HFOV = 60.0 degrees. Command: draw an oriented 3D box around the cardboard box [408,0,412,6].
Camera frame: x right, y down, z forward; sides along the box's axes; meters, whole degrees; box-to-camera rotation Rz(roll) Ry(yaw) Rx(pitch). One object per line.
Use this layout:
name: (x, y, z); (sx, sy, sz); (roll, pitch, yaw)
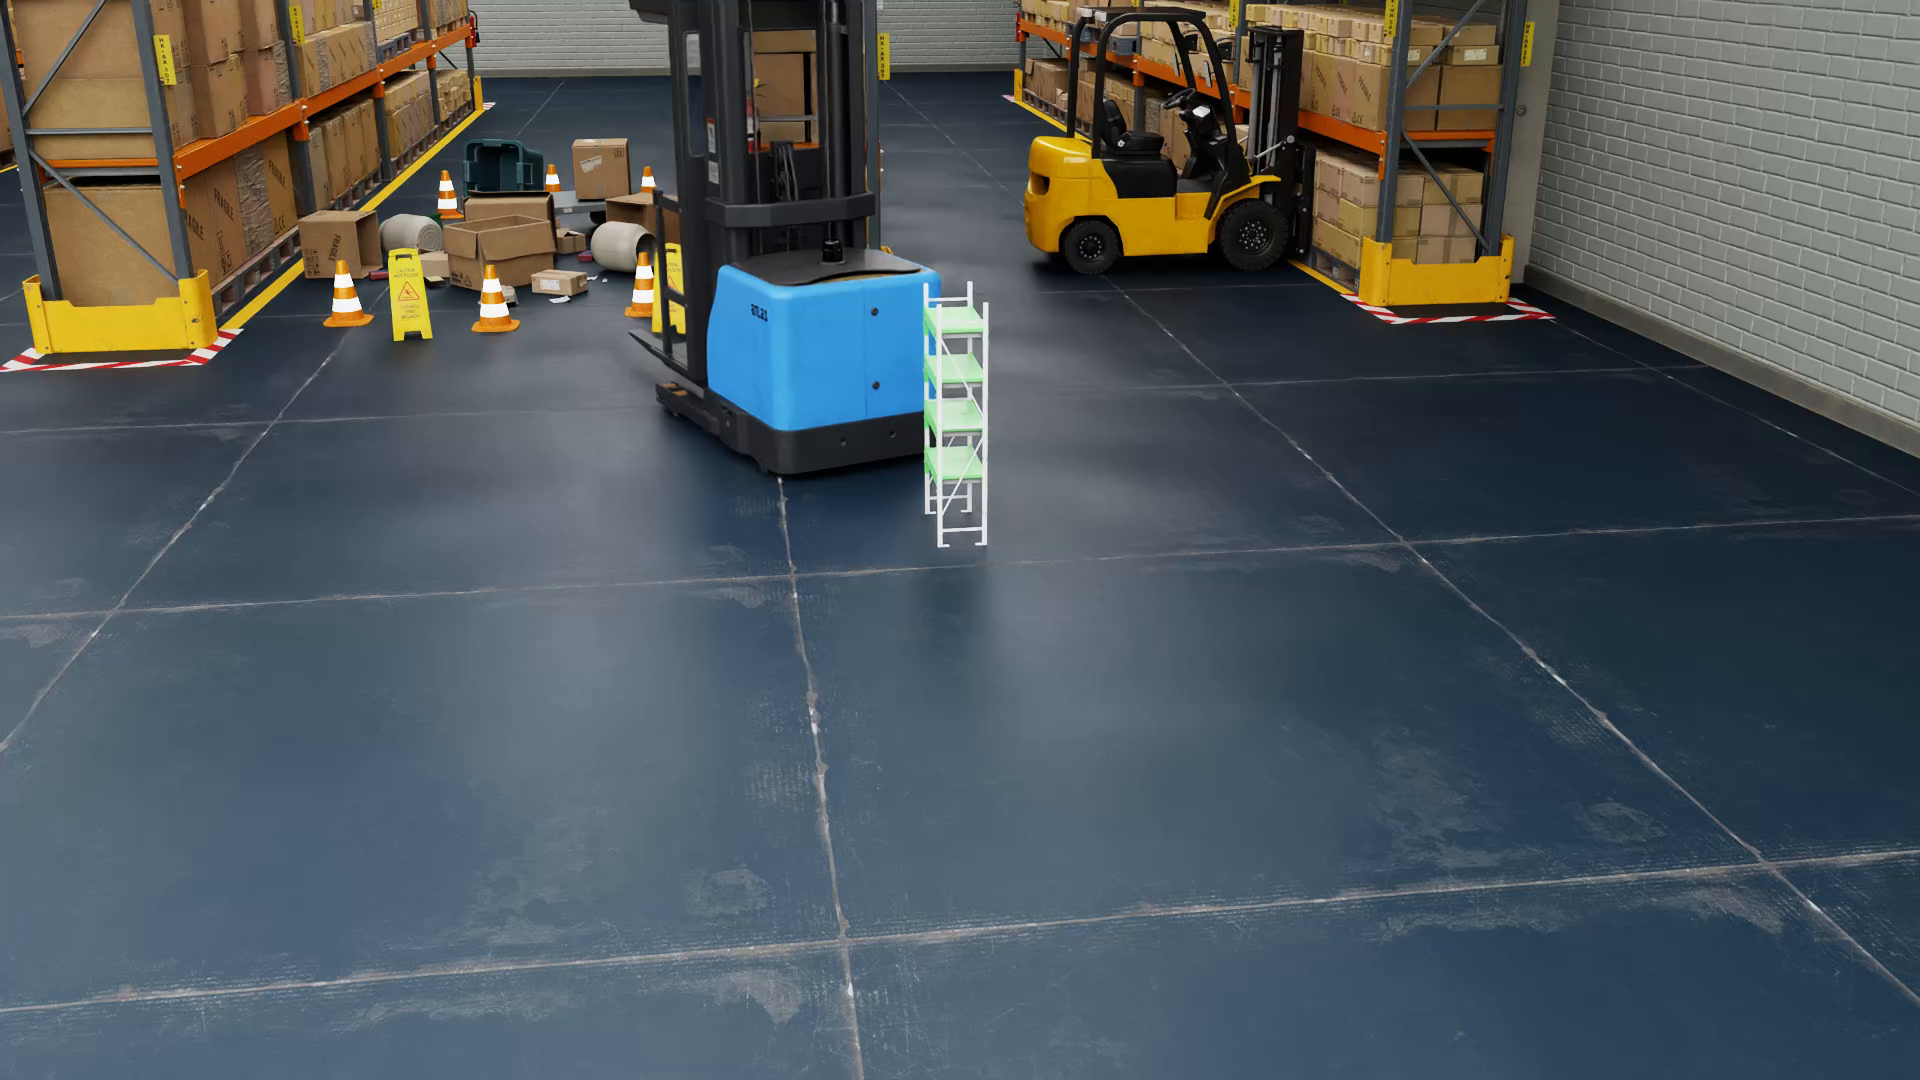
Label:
cardboard box: (-7.425, -7.105, 21.860); (0.380, 0.149, 0.250); (-4, 21, -9)

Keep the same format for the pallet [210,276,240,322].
pallet: (-6.178, -1.781, 12.683); (1.003, 0.211, 1.213); (-3, 21, -8)

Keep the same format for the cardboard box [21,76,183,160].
cardboard box: (-6.084, -3.011, 11.776); (0.875, 0.550, 0.550); (-3, 21, -8)

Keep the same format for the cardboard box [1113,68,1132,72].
cardboard box: (2.418, -6.722, 23.972); (0.380, 0.149, 0.250); (-4, 21, -10)

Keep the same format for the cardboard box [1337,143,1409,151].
cardboard box: (3.723, -3.428, 15.008); (0.500, 0.250, 0.500); (-3, 21, -9)

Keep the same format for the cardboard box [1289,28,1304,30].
cardboard box: (3.174, -4.518, 14.956); (0.380, 0.149, 0.250); (-4, 21, -9)

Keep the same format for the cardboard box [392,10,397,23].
cardboard box: (-7.240, -6.519, 20.717); (0.380, 0.149, 0.250); (-2, 21, -6)

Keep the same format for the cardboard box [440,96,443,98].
cardboard box: (-7.683, -6.371, 24.035); (0.380, 0.149, 0.250); (-4, 21, -11)

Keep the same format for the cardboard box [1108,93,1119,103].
cardboard box: (2.243, -5.637, 21.993); (0.500, 0.500, 0.500); (-2, 21, -5)

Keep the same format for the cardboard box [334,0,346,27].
cardboard box: (-7.010, -5.768, 17.802); (0.700, 0.500, 0.500); (-3, 21, -9)

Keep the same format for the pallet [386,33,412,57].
pallet: (-7.465, -6.178, 20.743); (1.003, 0.211, 1.213); (-3, 21, -8)

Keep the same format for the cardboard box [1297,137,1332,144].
cardboard box: (3.139, -3.580, 15.415); (0.500, 0.250, 0.500); (-2, 21, -6)

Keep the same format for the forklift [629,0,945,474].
forklift: (-1.245, -2.197, 9.910); (1.130, 2.935, 3.031); (-11, 23, -27)

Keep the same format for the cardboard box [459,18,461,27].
cardboard box: (-7.967, -8.050, 25.841); (0.380, 0.149, 0.250); (-3, 21, -8)

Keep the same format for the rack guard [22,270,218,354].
rack guard: (-5.982, -1.635, 11.879); (1.175, 0.500, 0.348); (-3, 21, -8)

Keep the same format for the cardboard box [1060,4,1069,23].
cardboard box: (1.765, -7.739, 24.438); (0.500, 0.250, 0.500); (-2, 21, -6)

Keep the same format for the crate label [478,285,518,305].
crate label: (-3.665, -1.937, 13.207); (0.250, 0.136, 0.298); (-15, 25, -35)

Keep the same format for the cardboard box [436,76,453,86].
cardboard box: (-7.826, -6.870, 24.948); (0.380, 0.149, 0.250); (-4, 21, -10)

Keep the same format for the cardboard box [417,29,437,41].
cardboard box: (-7.433, -6.966, 22.939); (0.380, 0.149, 0.250); (-2, 21, -6)

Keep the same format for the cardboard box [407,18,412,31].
cardboard box: (-7.390, -6.744, 21.745); (0.380, 0.149, 0.250); (-3, 21, -8)

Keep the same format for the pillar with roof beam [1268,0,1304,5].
pillar with roof beam: (-0.524, -8.308, 17.598); (9.100, 9.000, 0.400); (-3, 21, -8)

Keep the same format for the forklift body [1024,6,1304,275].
forklift body: (1.731, -3.518, 14.560); (2.313, 2.155, 1.214); (-3, 21, -8)

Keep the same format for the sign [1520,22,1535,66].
sign: (4.359, -3.819, 12.804); (0.100, 0.325, 0.005); (-3, 21, -8)

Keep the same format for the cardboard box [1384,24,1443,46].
cardboard box: (3.549, -3.954, 13.021); (0.380, 0.149, 0.250); (-3, 21, -8)

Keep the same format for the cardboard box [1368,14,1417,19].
cardboard box: (3.778, -4.505, 14.495); (0.380, 0.149, 0.250); (-3, 21, -7)

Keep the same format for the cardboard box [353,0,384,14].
cardboard box: (-7.124, -6.381, 19.924); (0.380, 0.149, 0.250); (-4, 21, -10)

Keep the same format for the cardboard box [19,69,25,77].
cardboard box: (-12.397, -5.425, 20.892); (1.225, 0.875, 0.875); (-4, 21, -10)

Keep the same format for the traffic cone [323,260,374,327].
traffic cone: (-4.657, -1.881, 12.592); (0.336, 0.463, 0.334); (-3, 21, -8)

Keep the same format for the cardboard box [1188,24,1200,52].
cardboard box: (2.760, -5.412, 17.918); (0.500, 0.250, 0.500); (-3, 21, -7)

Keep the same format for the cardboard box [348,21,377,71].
cardboard box: (-6.808, -5.489, 18.481); (0.500, 0.500, 0.500); (-3, 21, -8)

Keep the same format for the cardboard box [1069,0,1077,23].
cardboard box: (1.928, -7.570, 23.455); (0.700, 0.500, 0.500); (-2, 21, -6)

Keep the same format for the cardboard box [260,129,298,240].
cardboard box: (-6.541, -3.179, 14.878); (0.875, 0.875, 0.875); (-3, 21, -7)

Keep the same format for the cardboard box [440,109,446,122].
cardboard box: (-7.450, -5.973, 23.395); (0.380, 0.149, 0.250); (-4, 21, -10)

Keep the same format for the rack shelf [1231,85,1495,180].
rack shelf: (3.521, -3.706, 14.880); (1.077, 0.370, 4.000); (-3, 21, -8)

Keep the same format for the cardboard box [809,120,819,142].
cardboard box: (-0.946, -3.109, 12.613); (0.380, 0.149, 0.250); (-3, 21, -8)

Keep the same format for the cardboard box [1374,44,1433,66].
cardboard box: (3.482, -3.807, 13.053); (0.380, 0.149, 0.250); (-3, 21, -7)

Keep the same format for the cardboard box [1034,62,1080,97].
cardboard box: (1.582, -7.402, 26.719); (0.700, 0.500, 0.500); (-2, 21, -6)

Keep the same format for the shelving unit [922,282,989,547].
shelving unit: (-0.024, -0.619, 8.160); (0.258, 1.200, 0.503); (-3, 21, -8)

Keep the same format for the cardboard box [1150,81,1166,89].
cardboard box: (2.729, -6.009, 22.062); (0.380, 0.149, 0.250); (-3, 21, -9)

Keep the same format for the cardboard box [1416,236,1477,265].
cardboard box: (3.932, -2.439, 13.789); (0.500, 0.250, 0.500); (-3, 21, -8)

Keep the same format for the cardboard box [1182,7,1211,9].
cardboard box: (2.607, -5.900, 18.655); (0.380, 0.149, 0.250); (-2, 21, -7)

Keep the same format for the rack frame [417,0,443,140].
rack frame: (-7.716, -6.969, 22.588); (1.000, 3.000, 0.127); (-3, 21, -8)

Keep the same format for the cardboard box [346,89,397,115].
cardboard box: (-6.999, -5.212, 19.785); (0.500, 0.250, 0.500); (-4, 21, -10)

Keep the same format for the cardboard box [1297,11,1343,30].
cardboard box: (3.249, -4.658, 14.906); (0.380, 0.149, 0.250); (-3, 21, -8)

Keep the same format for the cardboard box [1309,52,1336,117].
cardboard box: (3.339, -3.912, 14.260); (0.500, 0.500, 0.500); (-3, 21, -9)

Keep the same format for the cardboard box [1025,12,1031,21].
cardboard box: (1.279, -8.645, 27.434); (0.380, 0.149, 0.250); (-3, 21, -8)

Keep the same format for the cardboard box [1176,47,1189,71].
cardboard box: (2.700, -5.352, 18.474); (0.500, 0.250, 0.500); (-2, 21, -6)

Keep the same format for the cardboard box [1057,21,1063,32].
cardboard box: (1.663, -7.663, 24.806); (0.380, 0.149, 0.250); (-2, 21, -6)

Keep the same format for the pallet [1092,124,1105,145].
pallet: (2.413, -5.496, 22.630); (1.003, 0.211, 1.213); (-3, 21, -8)

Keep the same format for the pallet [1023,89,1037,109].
pallet: (1.630, -7.282, 27.411); (1.003, 0.211, 1.213); (-3, 21, -8)

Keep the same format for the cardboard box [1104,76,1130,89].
cardboard box: (2.118, -6.248, 22.704); (0.380, 0.149, 0.250); (-2, 21, -6)

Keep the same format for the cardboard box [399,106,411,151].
cardboard box: (-7.064, -5.042, 20.400); (0.500, 0.500, 0.500); (-3, 21, -7)

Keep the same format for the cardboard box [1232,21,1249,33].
cardboard box: (2.964, -5.193, 16.764); (0.380, 0.149, 0.250); (-2, 21, -6)

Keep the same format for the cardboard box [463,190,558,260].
cardboard box: (-4.004, -2.797, 14.792); (0.797, 0.637, 0.503); (-3, 21, -8)

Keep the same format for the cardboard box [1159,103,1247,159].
cardboard box: (2.834, -4.762, 19.473); (0.875, 0.625, 0.625); (-2, 21, -6)

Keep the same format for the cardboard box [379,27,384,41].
cardboard box: (-7.082, -6.015, 19.792); (0.380, 0.149, 0.250); (-2, 21, -5)
